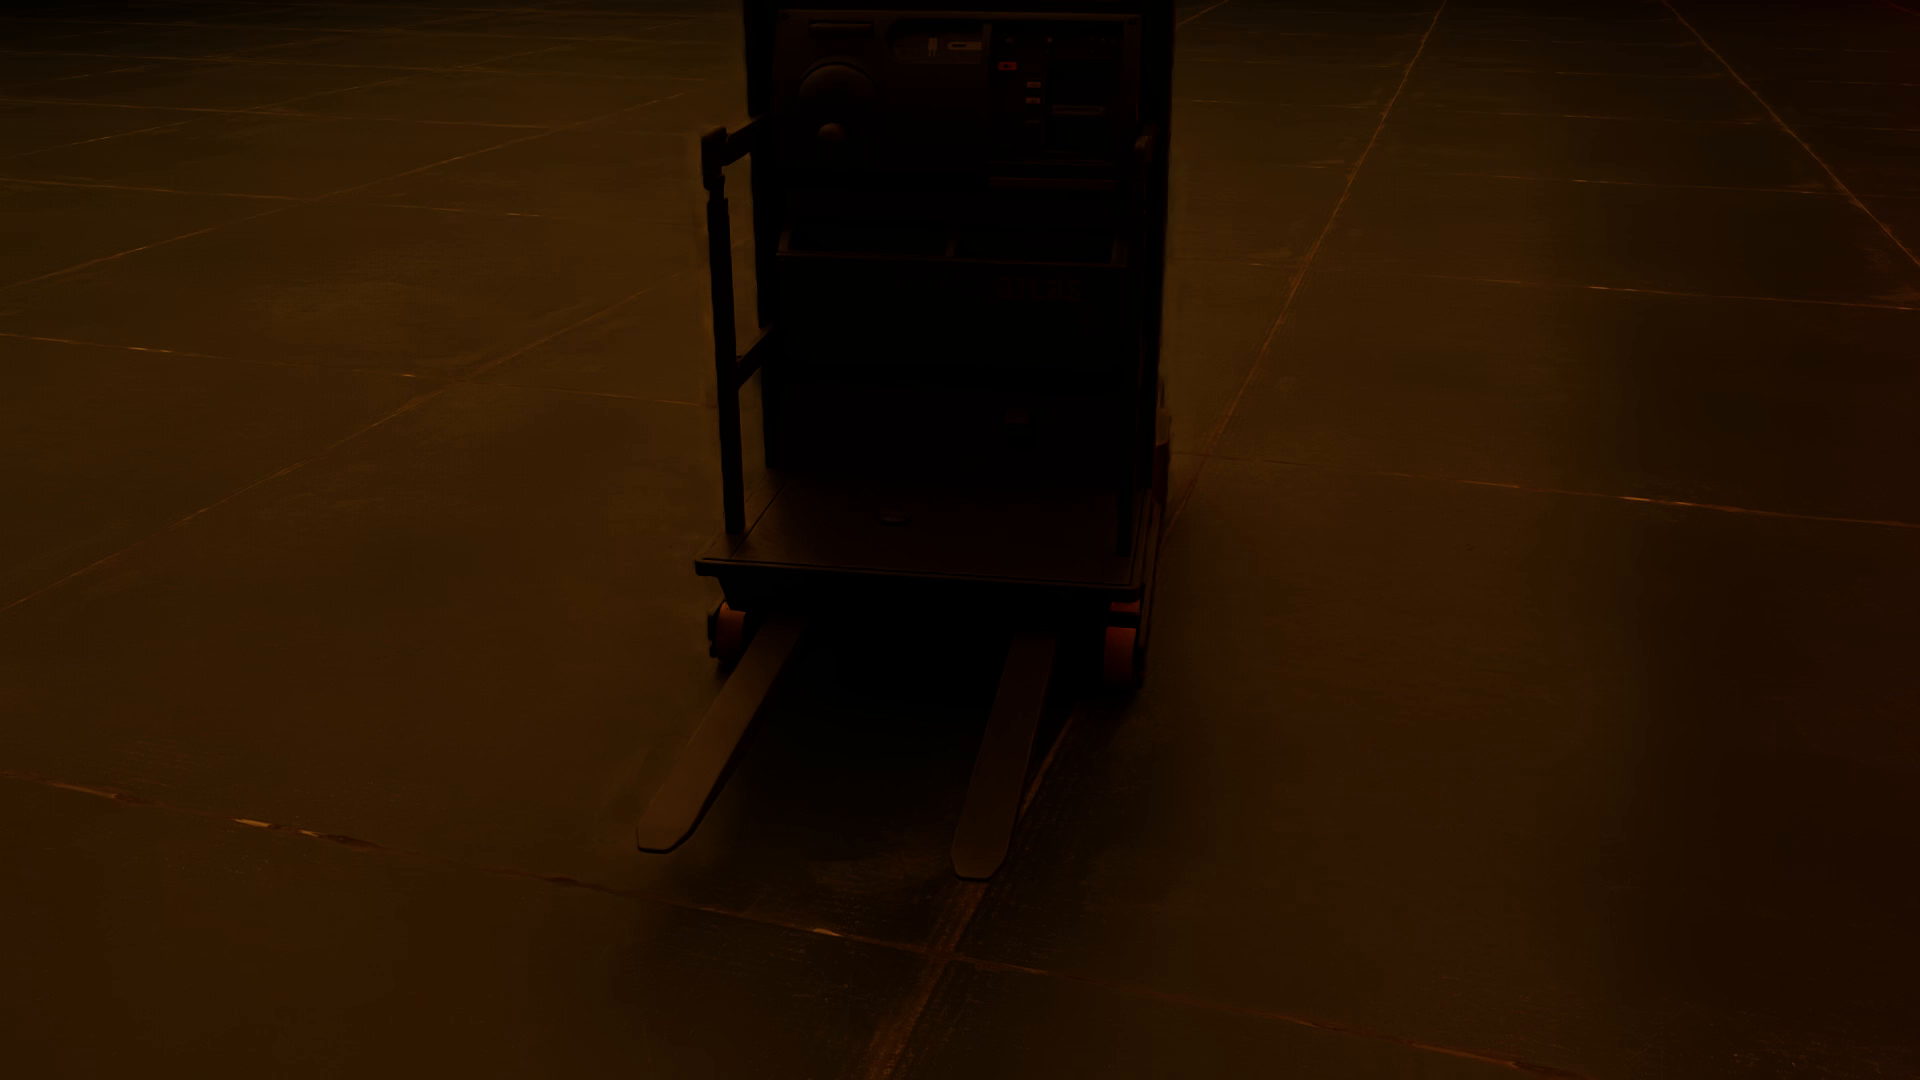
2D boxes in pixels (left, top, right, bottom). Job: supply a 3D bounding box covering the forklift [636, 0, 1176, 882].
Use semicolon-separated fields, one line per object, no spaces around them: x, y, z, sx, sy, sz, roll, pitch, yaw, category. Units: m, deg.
-0.044;-1.119;3.989;1.130;2.935;3.031;3;23;8;forklift
